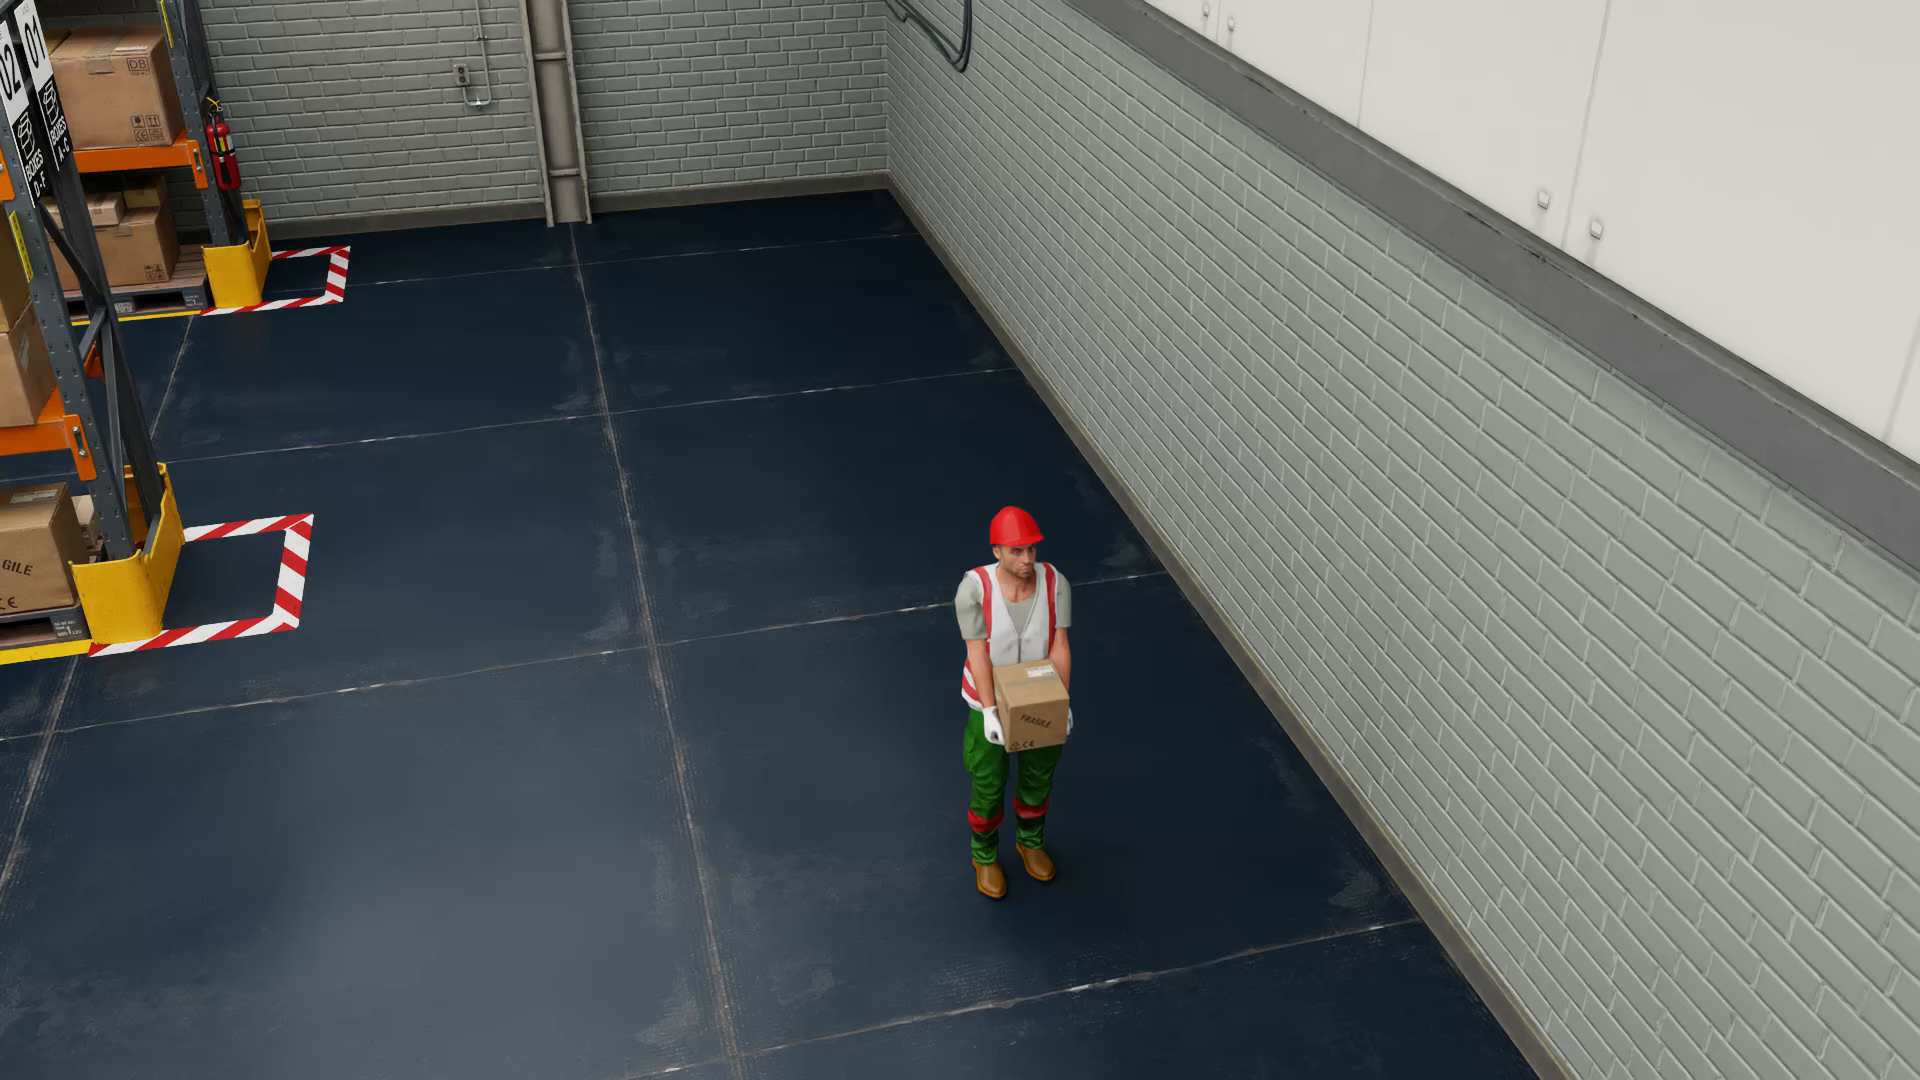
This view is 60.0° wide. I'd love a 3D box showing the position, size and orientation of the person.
[{"bbox_3d":[0.251,0.723,6.969,0.494,1.784,0.554,-7,31,-13],"label":"person"}]
